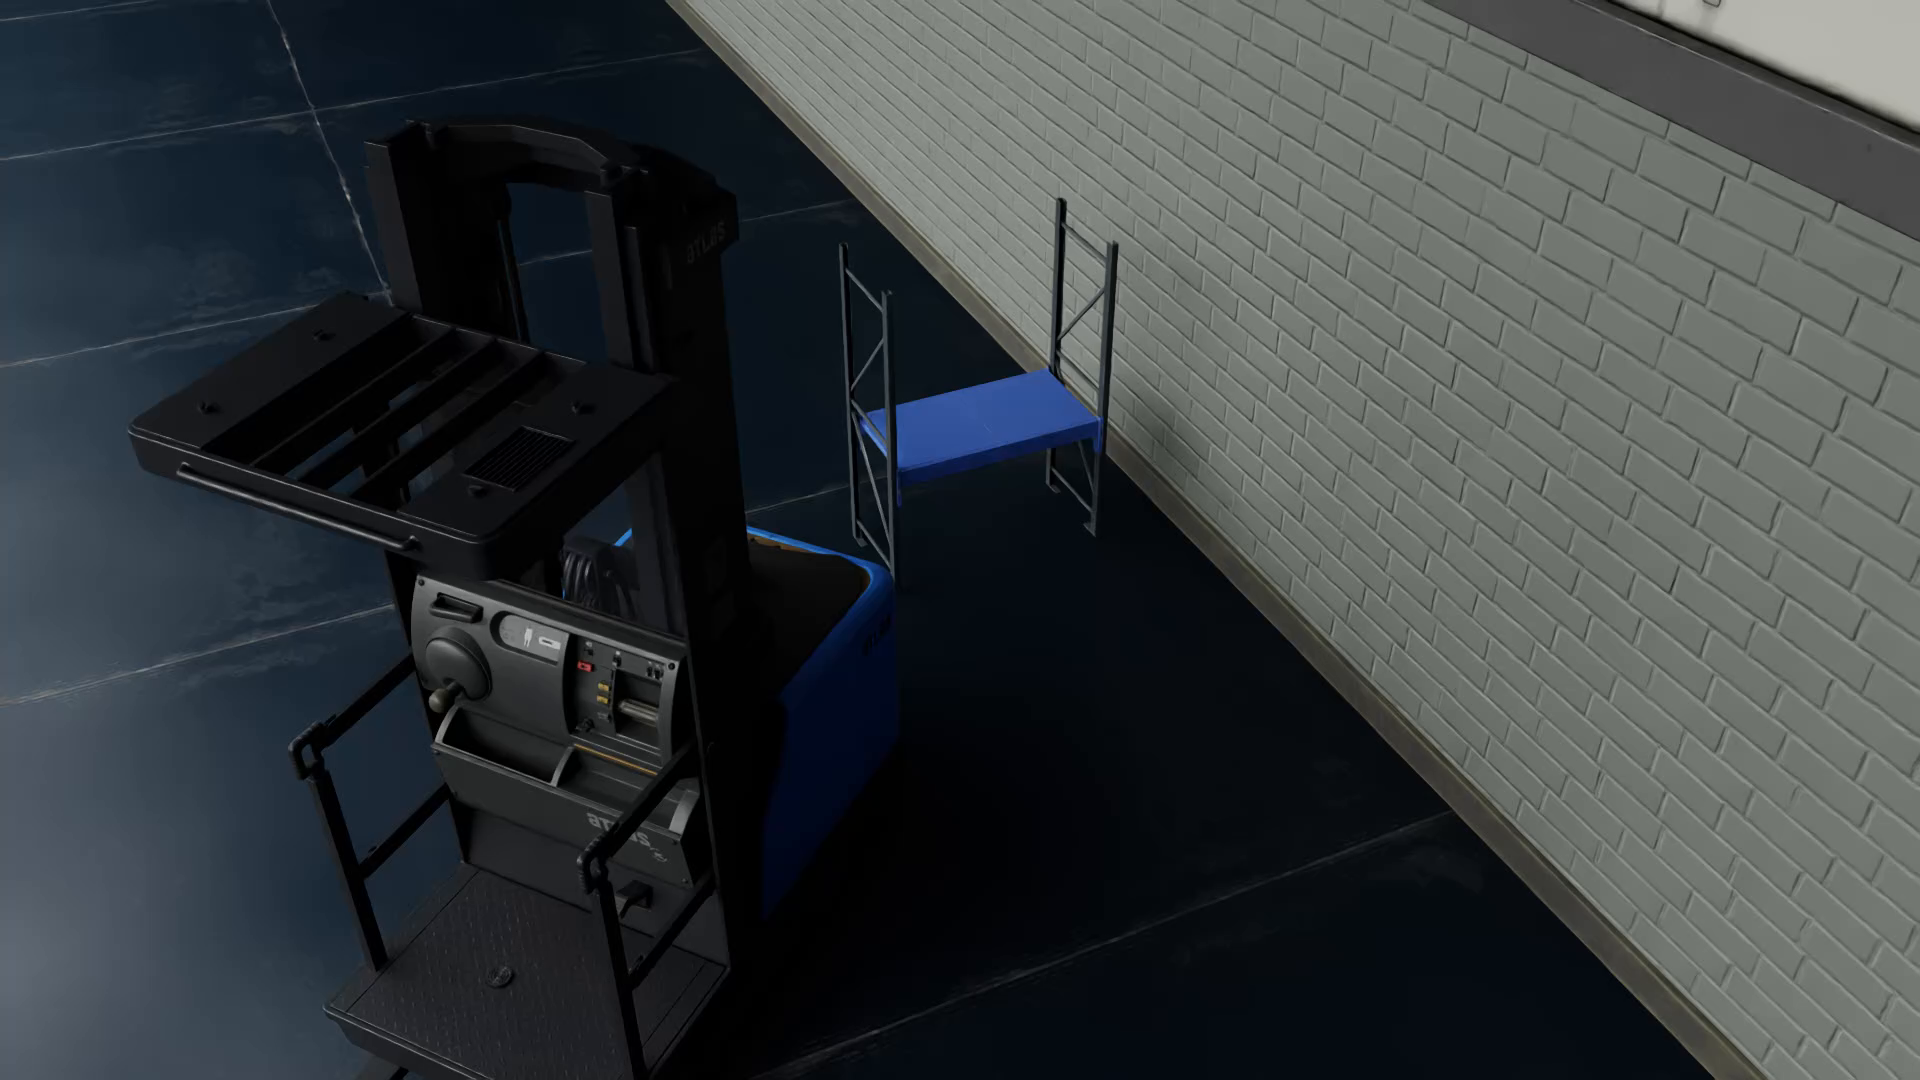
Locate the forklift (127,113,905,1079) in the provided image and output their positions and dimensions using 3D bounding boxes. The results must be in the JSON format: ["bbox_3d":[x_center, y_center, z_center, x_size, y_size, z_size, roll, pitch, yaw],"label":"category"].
[{"bbox_3d":[-1.302,0.452,4.681,1.130,2.935,3.031,16,39,20],"label":"forklift"}]

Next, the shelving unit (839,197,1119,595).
[{"bbox_3d":[0.077,-0.624,7.332,1.048,1.500,0.538,-16,39,-20],"label":"shelving unit"}]

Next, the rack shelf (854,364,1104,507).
[{"bbox_3d":[0.077,-0.480,7.439,1.000,0.185,0.538,-16,39,-20],"label":"rack shelf"}]

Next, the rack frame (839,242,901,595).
[{"bbox_3d":[-0.383,-0.495,7.159,0.032,1.500,0.500,-16,39,-20],"label":"rack frame"}]

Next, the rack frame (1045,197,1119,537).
[{"bbox_3d":[0.537,-0.753,7.506,0.032,1.500,0.500,-16,39,-20],"label":"rack frame"}]
